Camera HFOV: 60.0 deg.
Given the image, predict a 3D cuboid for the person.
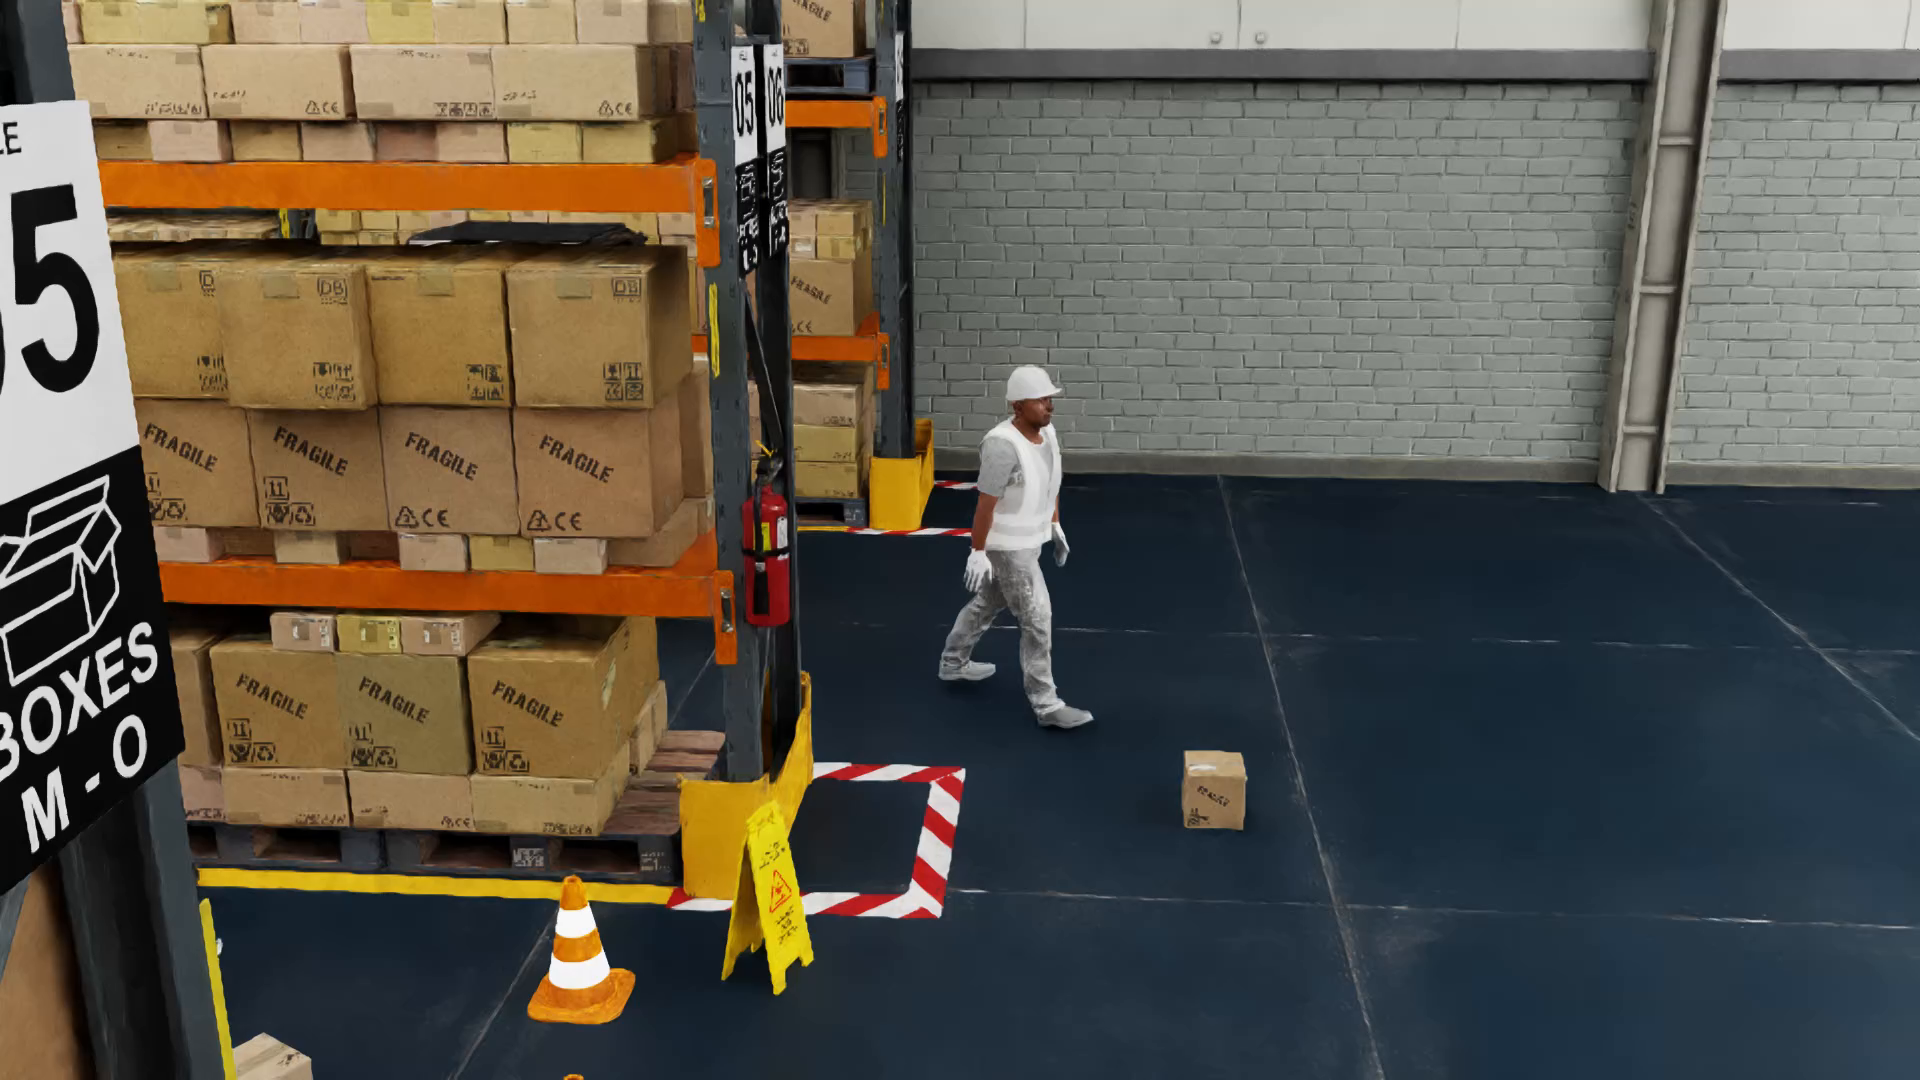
[{"bbox_3d":[0.270,0.010,8.037,0.936,1.758,0.596,8,19,24],"label":"person"}]
